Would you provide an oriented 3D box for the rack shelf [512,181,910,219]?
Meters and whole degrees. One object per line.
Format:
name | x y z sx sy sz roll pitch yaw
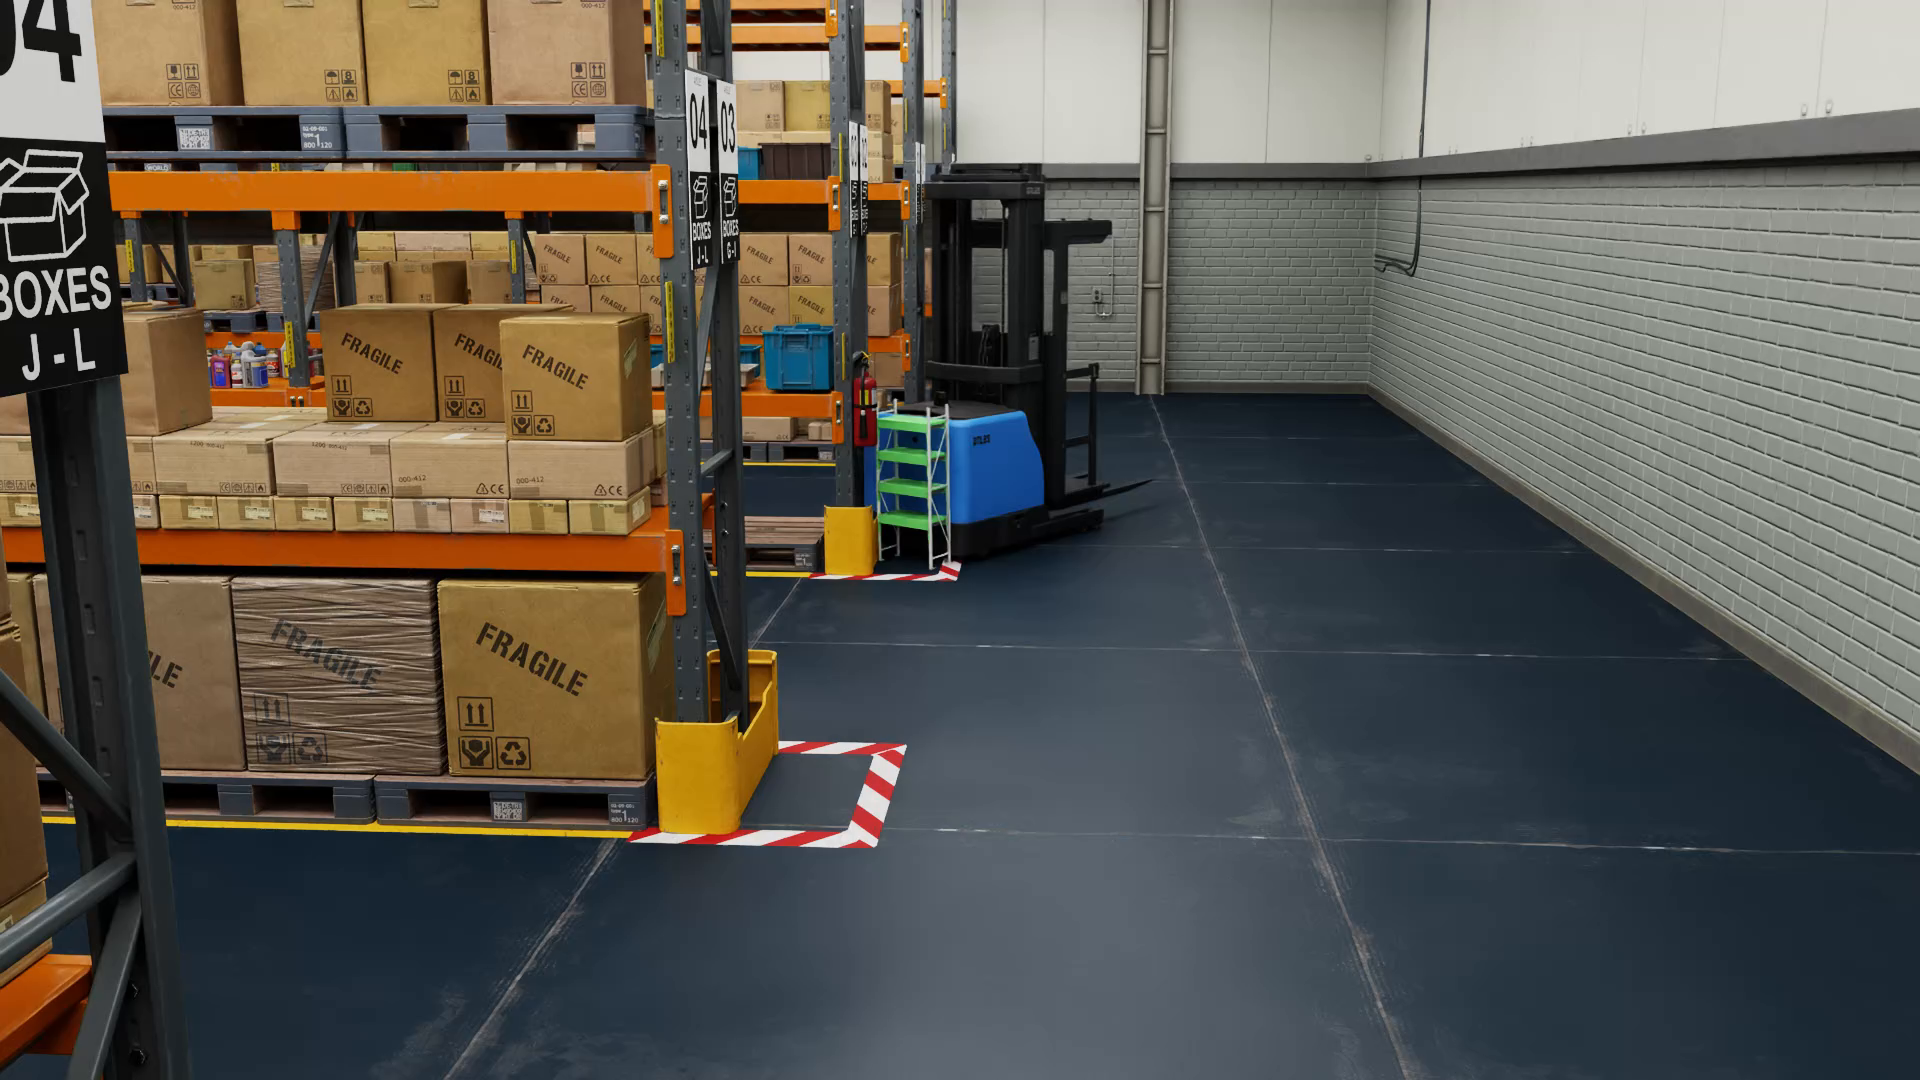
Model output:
rack shelf | -2.460 -3.483 17.025 4.000 0.370 1.077 1 12 4

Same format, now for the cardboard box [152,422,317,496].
cardboard box | -3.165 -0.361 7.307 0.500 0.250 0.500 1 12 4

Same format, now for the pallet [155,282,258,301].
pallet | -10.097 -3.386 22.598 1.213 0.211 1.003 1 12 4

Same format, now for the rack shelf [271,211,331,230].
rack shelf | -6.786 -2.526 12.449 4.000 0.370 1.077 1 12 4

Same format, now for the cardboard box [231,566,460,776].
cardboard box | -2.682 0.514 7.651 0.875 0.875 0.875 1 12 4

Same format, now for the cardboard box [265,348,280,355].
cardboard box | -9.348 -2.483 22.843 0.500 0.500 0.700 1 12 4

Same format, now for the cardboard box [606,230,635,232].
cardboard box | -4.570 -4.037 22.392 0.500 0.250 0.500 1 12 6

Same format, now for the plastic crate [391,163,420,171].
plastic crate | -4.348 -2.803 12.534 0.662 0.188 0.450 1 12 4

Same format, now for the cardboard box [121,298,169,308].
cardboard box | -8.807 -2.419 17.726 0.500 0.311 0.500 2 12 7

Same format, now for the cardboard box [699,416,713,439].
cardboard box | -2.581 -1.363 17.482 0.637 0.503 0.797 1 12 4

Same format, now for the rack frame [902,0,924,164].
rack frame | -0.465 -5.276 16.513 0.127 3.000 1.000 1 12 4

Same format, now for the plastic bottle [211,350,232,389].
plastic bottle | -5.439 -1.259 12.244 0.133 0.283 0.061 1 12 4

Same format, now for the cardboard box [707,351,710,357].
cardboard box | -3.389 -2.357 22.291 0.500 0.500 0.700 1 12 4

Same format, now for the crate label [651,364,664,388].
crate label | -2.193 -1.208 12.215 0.243 0.136 0.396 1 12 4

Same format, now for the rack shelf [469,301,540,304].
rack shelf | -6.124 -3.082 22.431 4.000 0.370 1.077 1 12 4

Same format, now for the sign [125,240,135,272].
sign | -8.481 -2.902 16.990 0.005 0.325 0.100 1 12 4

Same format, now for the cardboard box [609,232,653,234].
cardboard box | -3.423 -2.972 17.465 0.500 0.500 0.500 1 12 3

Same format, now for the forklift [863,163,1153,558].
forklift | 0.530 -1.550 13.518 1.130 2.935 3.031 9 15 36

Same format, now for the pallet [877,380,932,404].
pallet | -0.940 -1.982 22.227 1.213 0.211 1.003 1 12 4

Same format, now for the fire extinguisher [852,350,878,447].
fire extinguisher | -0.679 -1.013 11.882 0.183 0.674 0.296 1 12 4

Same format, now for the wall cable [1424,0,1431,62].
wall cable | 5.301 -6.537 17.791 0.112 2.526 3.097 1 12 4

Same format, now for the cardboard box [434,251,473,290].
cardboard box | -6.635 -3.591 22.087 0.500 0.500 0.500 1 12 4

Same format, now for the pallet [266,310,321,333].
pallet | -6.506 -2.330 17.547 1.213 0.211 1.003 1 12 4

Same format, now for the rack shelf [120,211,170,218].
rack shelf | -10.442 -3.593 17.548 4.000 0.370 1.077 1 12 4

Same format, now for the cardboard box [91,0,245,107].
cardboard box | -3.288 -2.100 7.139 0.500 0.500 0.700 1 12 6

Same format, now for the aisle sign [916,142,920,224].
aisle sign | -0.417 -3.549 16.557 0.004 0.787 0.394 1 12 4

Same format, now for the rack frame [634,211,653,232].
rack frame | -4.128 -3.407 22.227 0.127 3.000 1.000 1 12 4

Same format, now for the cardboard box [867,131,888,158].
cardboard box | -0.994 -3.934 16.569 0.500 0.250 0.500 1 12 4

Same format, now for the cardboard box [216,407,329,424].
cardboard box | -3.132 -0.469 7.826 0.500 0.250 0.500 1 12 3

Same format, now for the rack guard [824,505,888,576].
rack guard | -0.775 -0.107 12.557 0.348 0.500 1.175 1 12 4

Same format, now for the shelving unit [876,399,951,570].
shelving unit | -0.349 -0.417 12.305 0.503 1.200 0.258 9 16 36

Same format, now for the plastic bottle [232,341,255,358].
plastic bottle | -5.592 -1.411 12.991 0.135 0.276 0.152 1 12 4

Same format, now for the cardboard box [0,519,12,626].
cardboard box | -1.993 -0.048 2.761 0.500 0.500 0.500 1 12 3

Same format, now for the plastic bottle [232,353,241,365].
plastic bottle | -5.582 -1.349 12.875 0.097 0.201 0.097 0 12 0

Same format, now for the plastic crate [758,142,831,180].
plastic crate | -1.165 -2.794 12.294 0.590 0.269 0.497 1 12 4

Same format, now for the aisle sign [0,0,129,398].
aisle sign | -1.470 -0.637 2.637 0.004 0.787 0.394 1 12 4

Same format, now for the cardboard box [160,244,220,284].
cardboard box | -10.389 -3.755 22.572 0.500 0.500 0.700 2 12 12

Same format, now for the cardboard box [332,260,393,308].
cardboard box | -6.223 -2.661 17.391 0.500 0.500 0.700 -2 12 -11

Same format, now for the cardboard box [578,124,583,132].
cardboard box | -3.968 -4.402 16.975 0.500 0.500 0.700 1 12 4

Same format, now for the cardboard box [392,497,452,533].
cardboard box | -2.268 -0.141 7.230 0.250 0.149 0.380 1 12 5

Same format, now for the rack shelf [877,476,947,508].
rack shelf | -0.348 -0.354 12.320 0.480 0.148 0.258 9 16 36

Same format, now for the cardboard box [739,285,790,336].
cardboard box | -1.945 -2.354 16.949 0.500 0.500 0.500 1 12 4

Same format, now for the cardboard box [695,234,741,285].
cardboard box | -2.461 -2.848 16.870 0.500 0.500 0.500 1 12 6

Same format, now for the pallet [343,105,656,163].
pallet | -1.871 -1.749 7.193 1.213 0.211 1.003 1 12 4

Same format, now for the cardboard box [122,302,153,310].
cardboard box | -4.145 -0.851 7.817 0.500 0.500 0.500 1 12 4

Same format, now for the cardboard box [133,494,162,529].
cardboard box | -3.555 -0.158 7.312 0.250 0.149 0.380 1 12 4

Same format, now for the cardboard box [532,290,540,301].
cardboard box | -5.500 -3.260 22.091 0.250 0.149 0.380 1 12 4

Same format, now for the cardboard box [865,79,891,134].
cardboard box | -0.978 -4.350 16.725 0.500 0.500 0.700 1 12 4

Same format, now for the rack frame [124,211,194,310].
rack frame | -8.447 -2.449 17.651 0.127 3.000 1.000 1 12 4

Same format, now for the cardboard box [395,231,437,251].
cardboard box | -7.147 -3.967 22.053 0.500 0.250 0.500 1 12 3

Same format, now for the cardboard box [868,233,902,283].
cardboard box | -0.890 -2.938 17.301 0.500 0.500 0.500 1 12 5
